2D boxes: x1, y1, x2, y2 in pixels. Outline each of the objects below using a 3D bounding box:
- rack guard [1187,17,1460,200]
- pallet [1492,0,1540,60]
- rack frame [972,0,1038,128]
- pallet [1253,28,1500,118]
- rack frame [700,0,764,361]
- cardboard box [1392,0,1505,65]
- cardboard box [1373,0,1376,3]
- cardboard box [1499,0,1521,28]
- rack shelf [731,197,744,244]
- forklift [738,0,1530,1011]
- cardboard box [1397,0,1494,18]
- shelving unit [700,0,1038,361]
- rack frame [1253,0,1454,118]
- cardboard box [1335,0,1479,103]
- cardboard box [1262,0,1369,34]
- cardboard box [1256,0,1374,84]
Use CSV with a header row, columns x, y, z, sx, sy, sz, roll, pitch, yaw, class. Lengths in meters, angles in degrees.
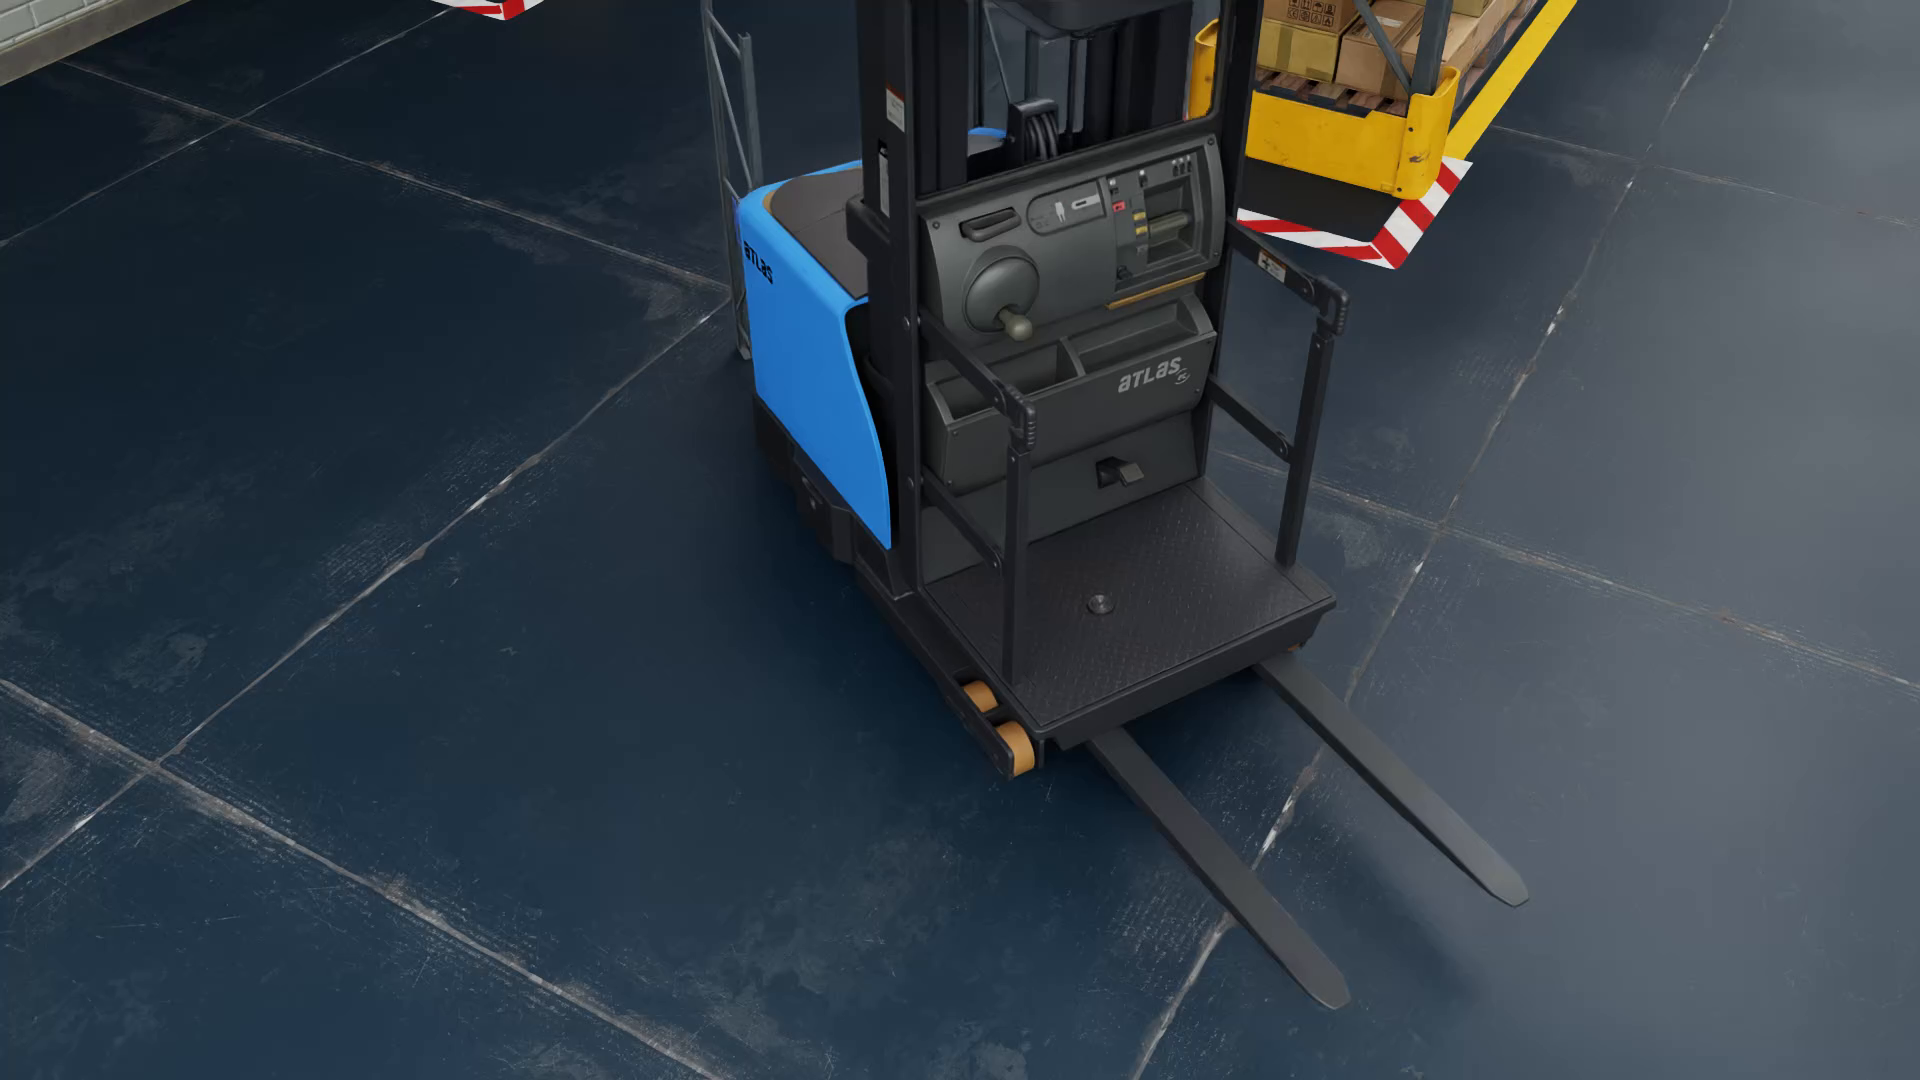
x,y,z,sx,sy,sz,roll,pitch,yaw,class
1.640,-1.993,7.635,1.175,0.500,0.348,21,45,22,rack guard
2.610,-3.045,9.048,1.003,0.211,1.213,21,45,22,pallet
0.156,-1.452,6.264,0.032,1.500,0.500,-16,44,-17,rack frame
1.998,-2.350,8.259,1.003,0.211,1.213,21,45,22,pallet
-0.778,-1.187,5.964,0.032,1.500,0.500,-16,44,-17,rack frame
2.360,-2.591,8.186,0.500,0.250,0.500,21,45,22,cardboard box
1.904,-2.765,8.383,0.500,0.250,0.500,21,45,22,cardboard box
2.610,-2.877,8.510,0.500,0.250,0.500,21,45,22,cardboard box
-0.311,-1.185,6.233,1.000,0.185,0.538,-16,44,-17,rack shelf
0.440,-0.748,4.381,1.130,2.935,3.031,-21,46,-22,forklift
2.361,-2.872,7.937,0.500,0.500,0.500,21,45,22,cardboard box
-0.311,-1.320,6.114,1.048,1.500,0.538,-16,44,-17,shelving unit
1.652,-2.945,6.824,1.000,3.000,0.127,21,45,22,rack frame
2.113,-2.304,7.859,0.500,0.250,0.500,21,45,22,cardboard box
1.662,-2.757,7.807,0.500,0.500,0.500,21,45,22,cardboard box
1.664,-2.475,8.054,0.500,0.250,0.500,21,45,22,cardboard box
